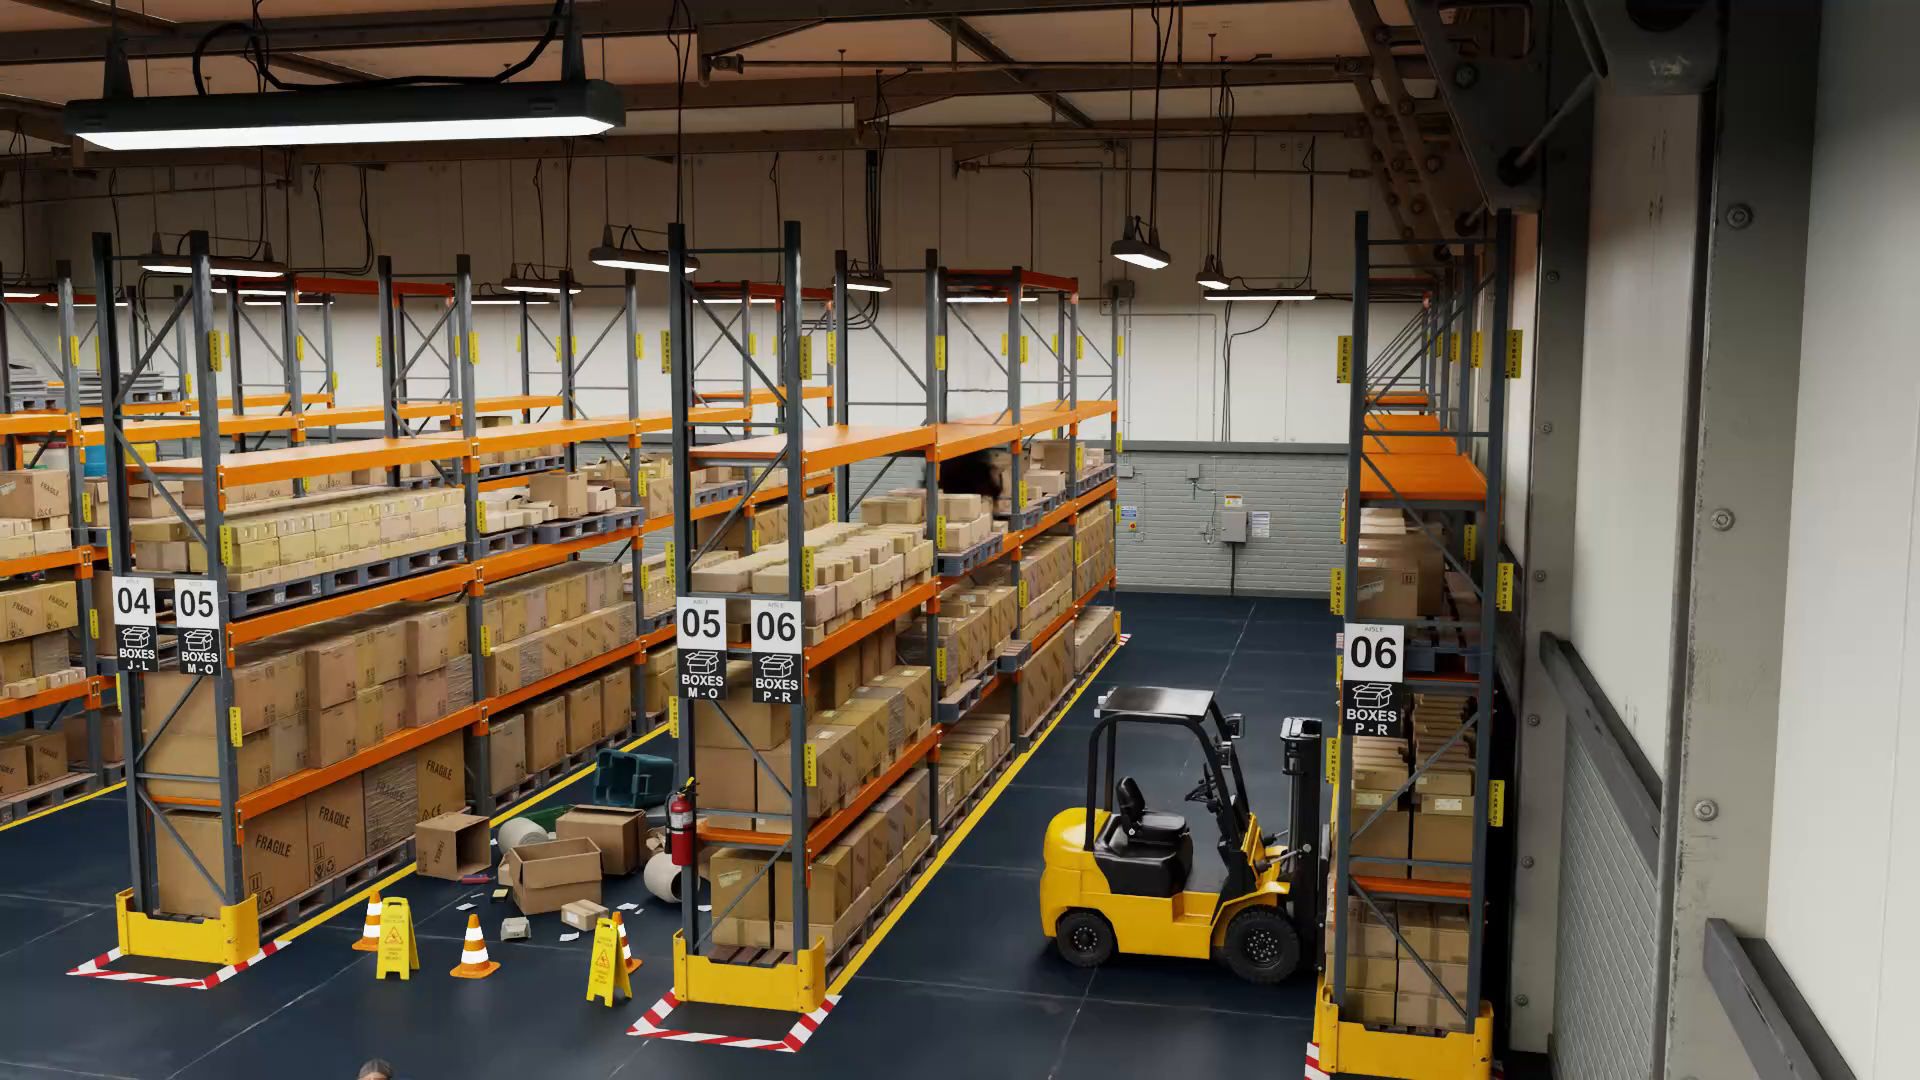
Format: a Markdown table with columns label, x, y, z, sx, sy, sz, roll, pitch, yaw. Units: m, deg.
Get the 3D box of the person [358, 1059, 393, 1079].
| label | x | y | z | sx | sy | sz | roll | pitch | yaw |
| --- | --- | --- | --- | --- | --- | --- | --- | --- | --- |
| person | -2.856 | 3.361 | 8.304 | 0.599 | 1.671 | 0.831 | -2 | 7 | -16 |
